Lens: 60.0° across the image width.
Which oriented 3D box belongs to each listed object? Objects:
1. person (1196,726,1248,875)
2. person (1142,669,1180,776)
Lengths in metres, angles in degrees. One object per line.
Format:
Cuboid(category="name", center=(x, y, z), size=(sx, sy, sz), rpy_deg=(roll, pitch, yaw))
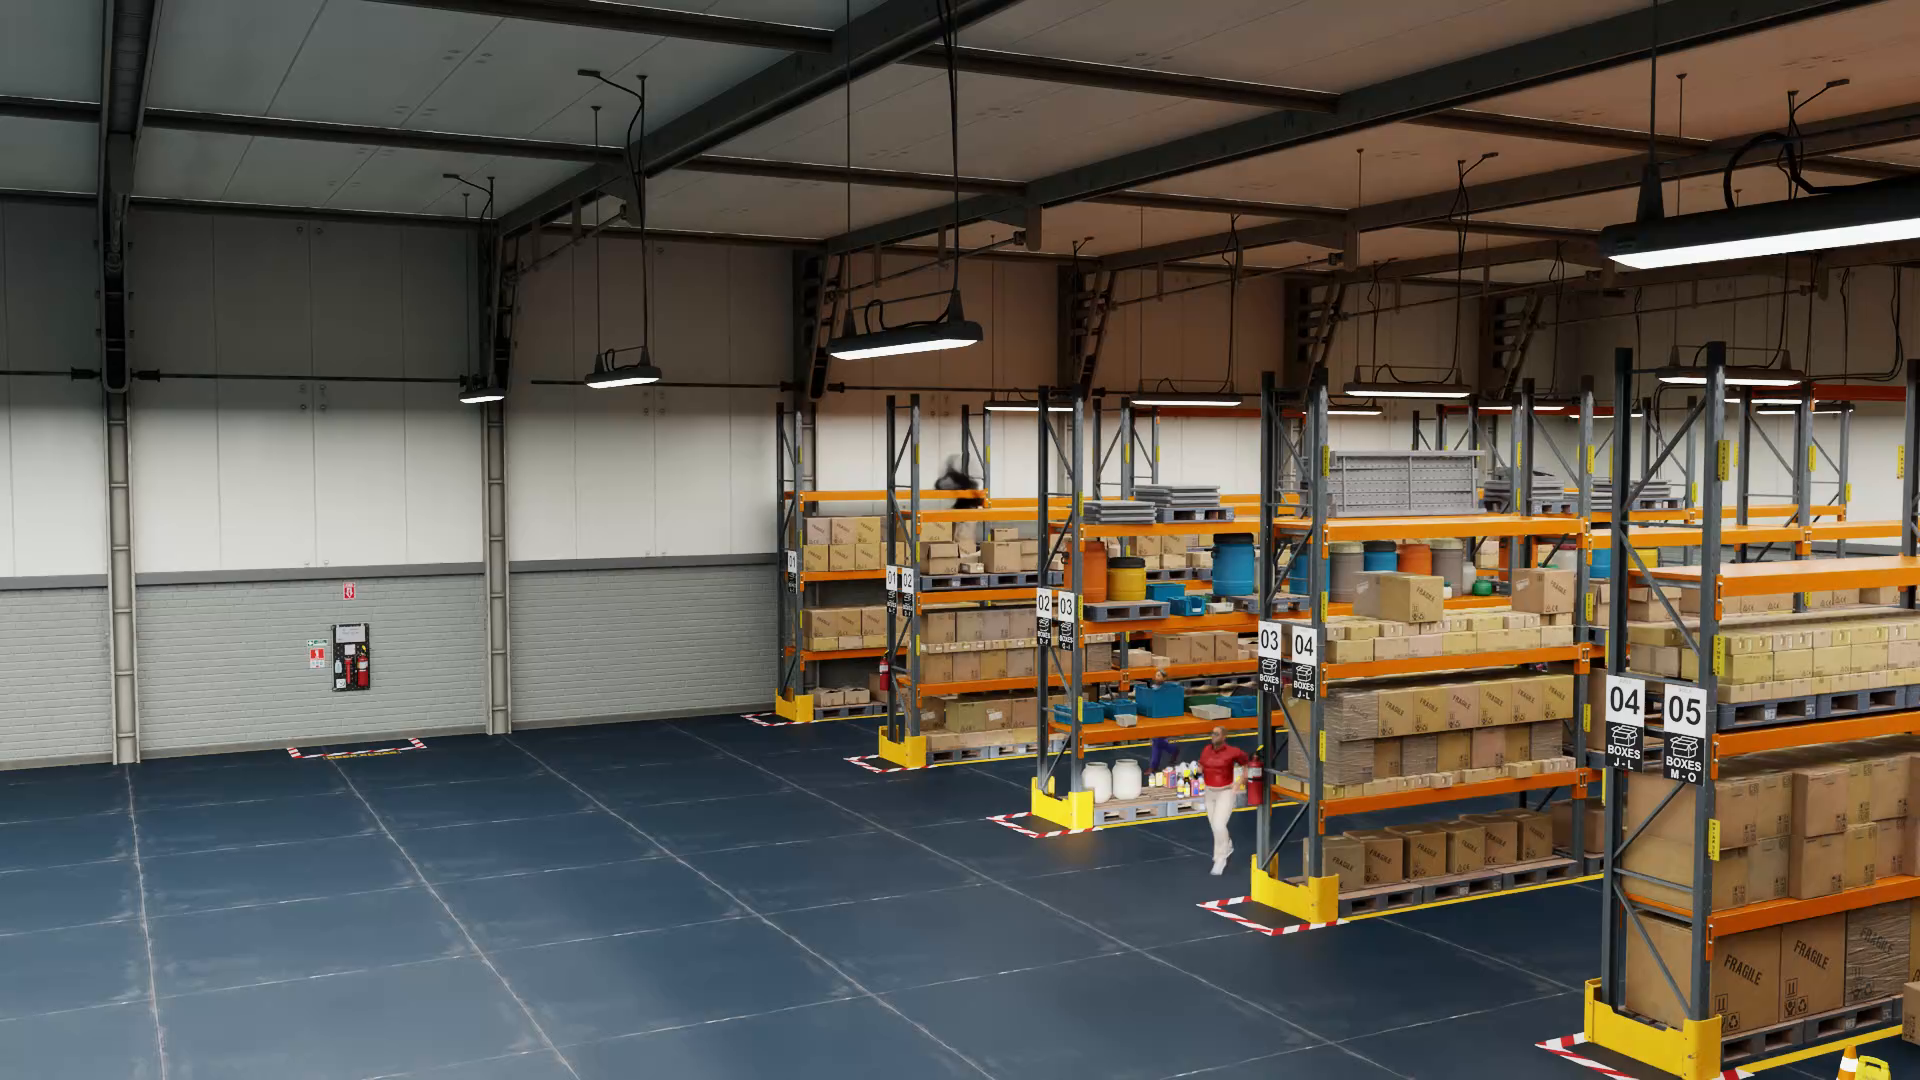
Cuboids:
Cuboid(category="person", center=(3.180, 3.166, 20.312), size=(0.749, 1.820, 0.648), rpy_deg=(-3, 4, -42))
Cuboid(category="person", center=(3.195, 2.862, 26.289), size=(0.900, 1.646, 0.614), rpy_deg=(-2, 4, -37))
